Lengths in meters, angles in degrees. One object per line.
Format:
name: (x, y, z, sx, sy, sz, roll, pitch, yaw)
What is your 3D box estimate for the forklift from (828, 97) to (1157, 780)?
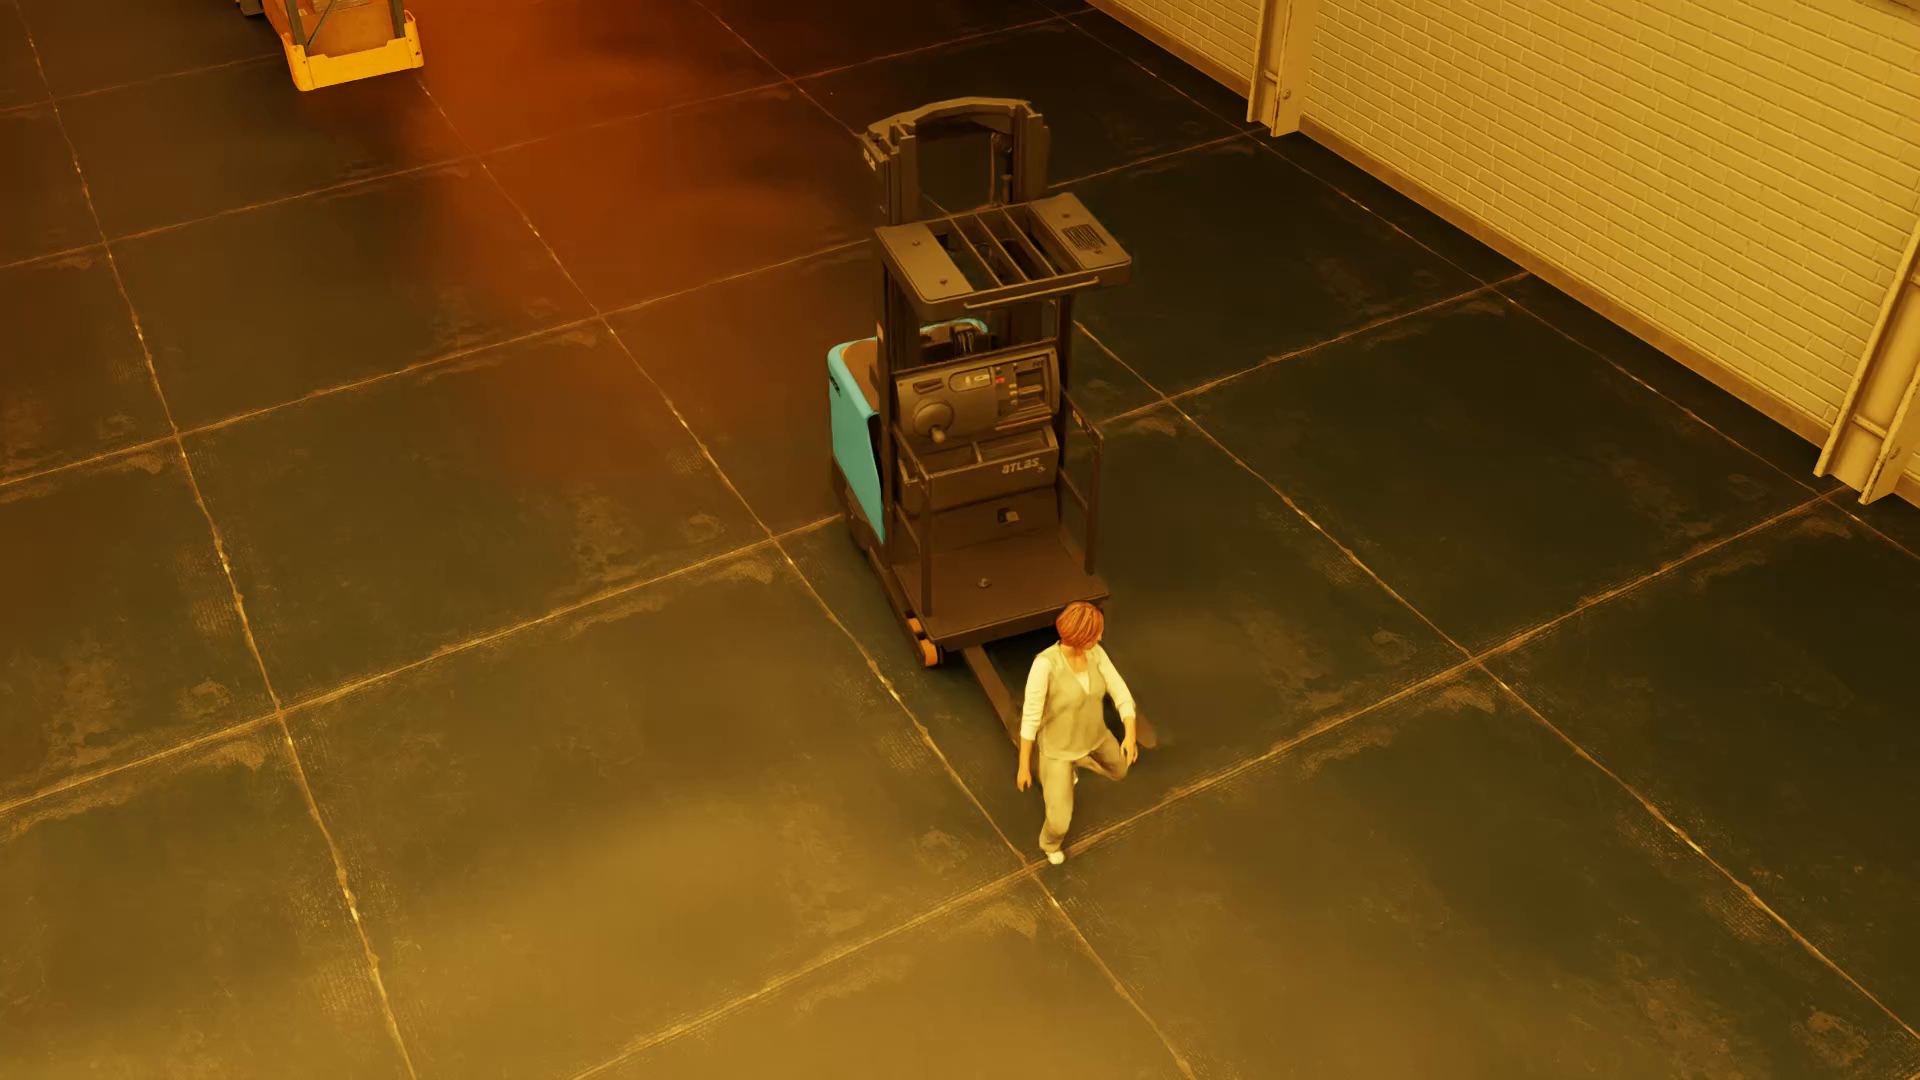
forklift: (0.182, -0.709, 8.890, 1.130, 2.935, 3.031, -14, 42, -16)

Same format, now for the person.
person: (0.532, 1.034, 8.007, 0.708, 1.531, 0.770, -30, 48, -31)
